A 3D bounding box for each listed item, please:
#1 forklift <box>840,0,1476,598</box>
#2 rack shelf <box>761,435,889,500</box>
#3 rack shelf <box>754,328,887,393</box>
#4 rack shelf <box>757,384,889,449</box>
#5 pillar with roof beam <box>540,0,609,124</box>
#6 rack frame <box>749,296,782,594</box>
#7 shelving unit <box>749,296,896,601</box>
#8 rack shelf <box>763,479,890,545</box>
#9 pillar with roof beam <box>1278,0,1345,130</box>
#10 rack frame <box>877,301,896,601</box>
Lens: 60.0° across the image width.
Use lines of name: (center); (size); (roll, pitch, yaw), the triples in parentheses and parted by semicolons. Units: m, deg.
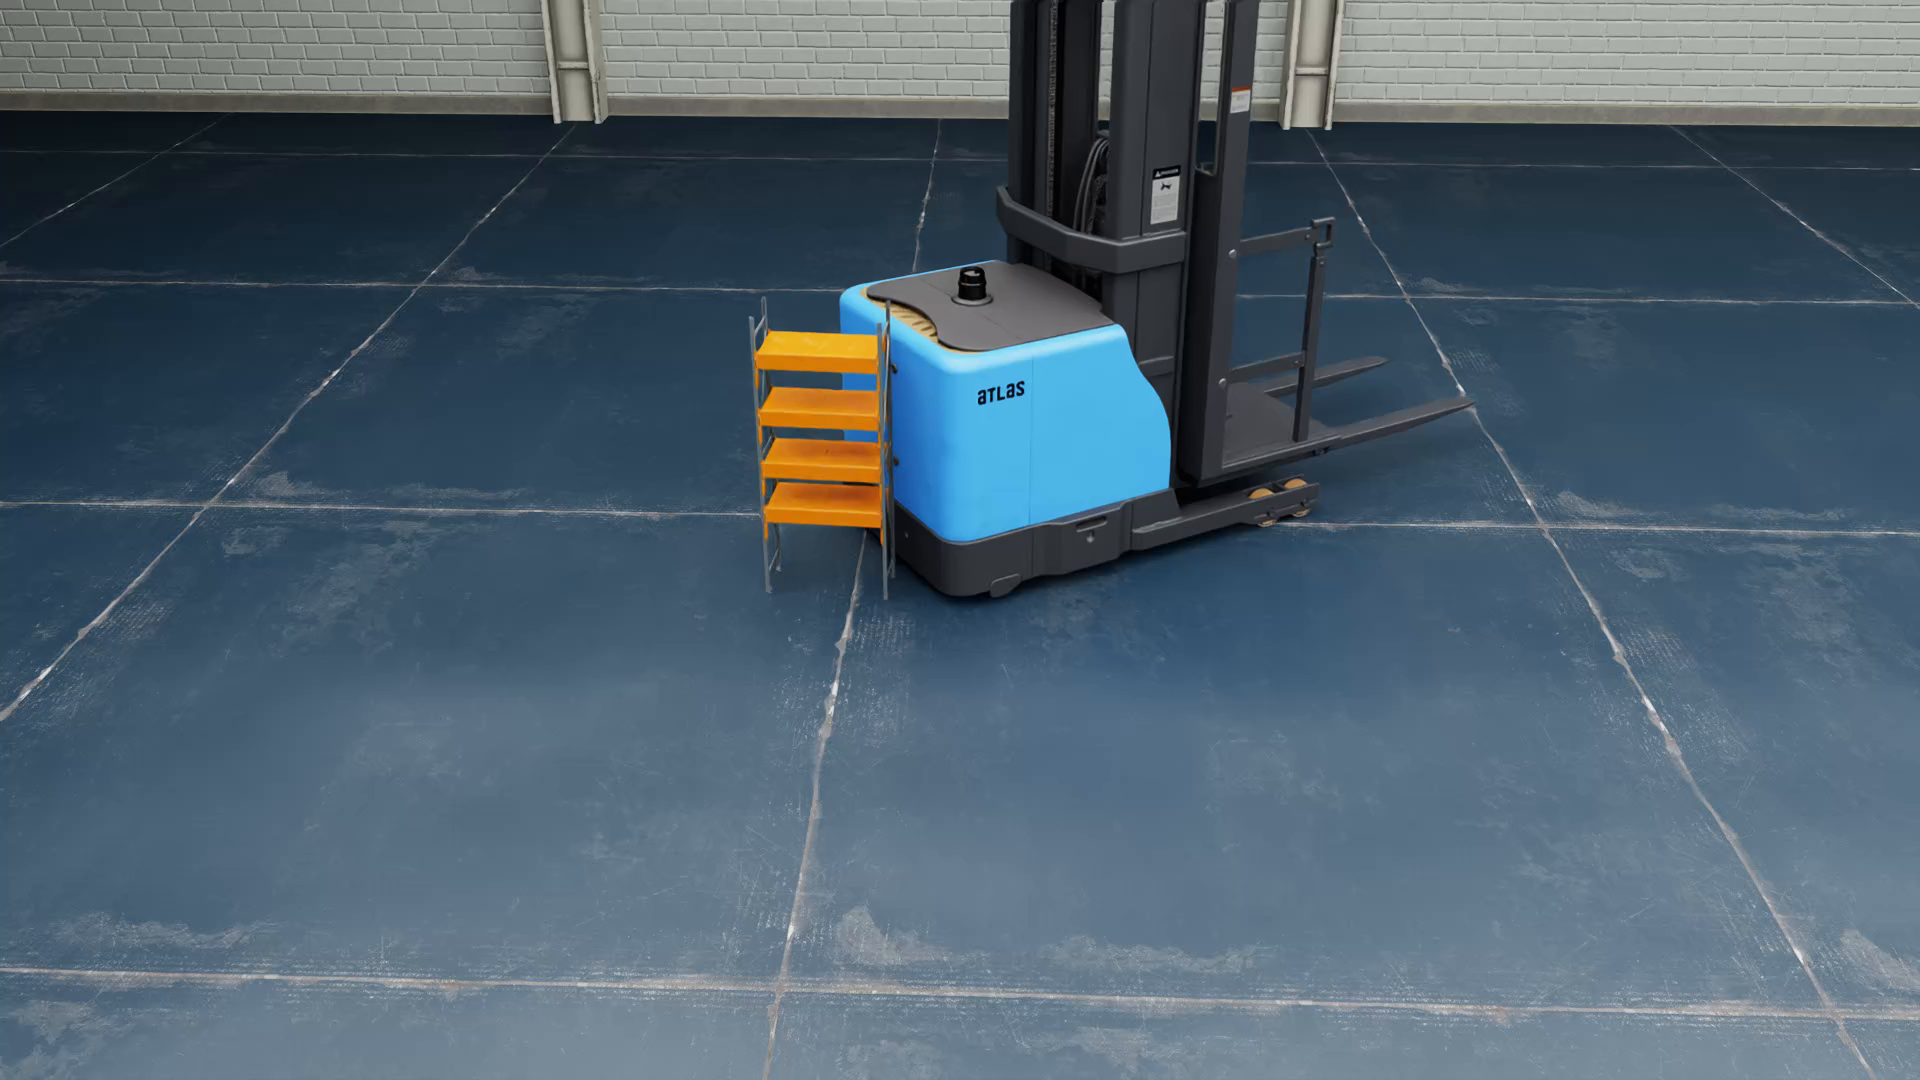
forklift: (1.017, -1.552, 7.048); (3.031, 2.935, 1.130); (-15, 31, -26)
rack shelf: (-0.533, -0.291, 6.662); (0.480, 0.148, 0.258); (3, 28, 6)
rack shelf: (-0.533, -0.698, 6.446); (0.480, 0.148, 0.258); (3, 28, 6)
rack shelf: (-0.533, -0.489, 6.557); (0.480, 0.148, 0.258); (3, 28, 6)
pillar with roof beam: (-3.311, -5.479, 7.978); (0.400, 9.000, 9.100); (1, 28, 2)
rack frame: (-0.776, -0.363, 6.653); (0.015, 1.200, 0.240); (3, 28, 6)
shelving unit: (-0.533, -0.350, 6.630); (0.503, 1.200, 0.258); (3, 28, 6)
rack shelf: (-0.533, -0.116, 6.755); (0.480, 0.148, 0.258); (3, 28, 6)
pillar with roof beam: (2.686, -5.380, 7.791); (0.400, 9.000, 9.100); (1, 28, 2)
rack frame: (-0.291, -0.338, 6.607); (0.015, 1.200, 0.240); (3, 28, 6)
